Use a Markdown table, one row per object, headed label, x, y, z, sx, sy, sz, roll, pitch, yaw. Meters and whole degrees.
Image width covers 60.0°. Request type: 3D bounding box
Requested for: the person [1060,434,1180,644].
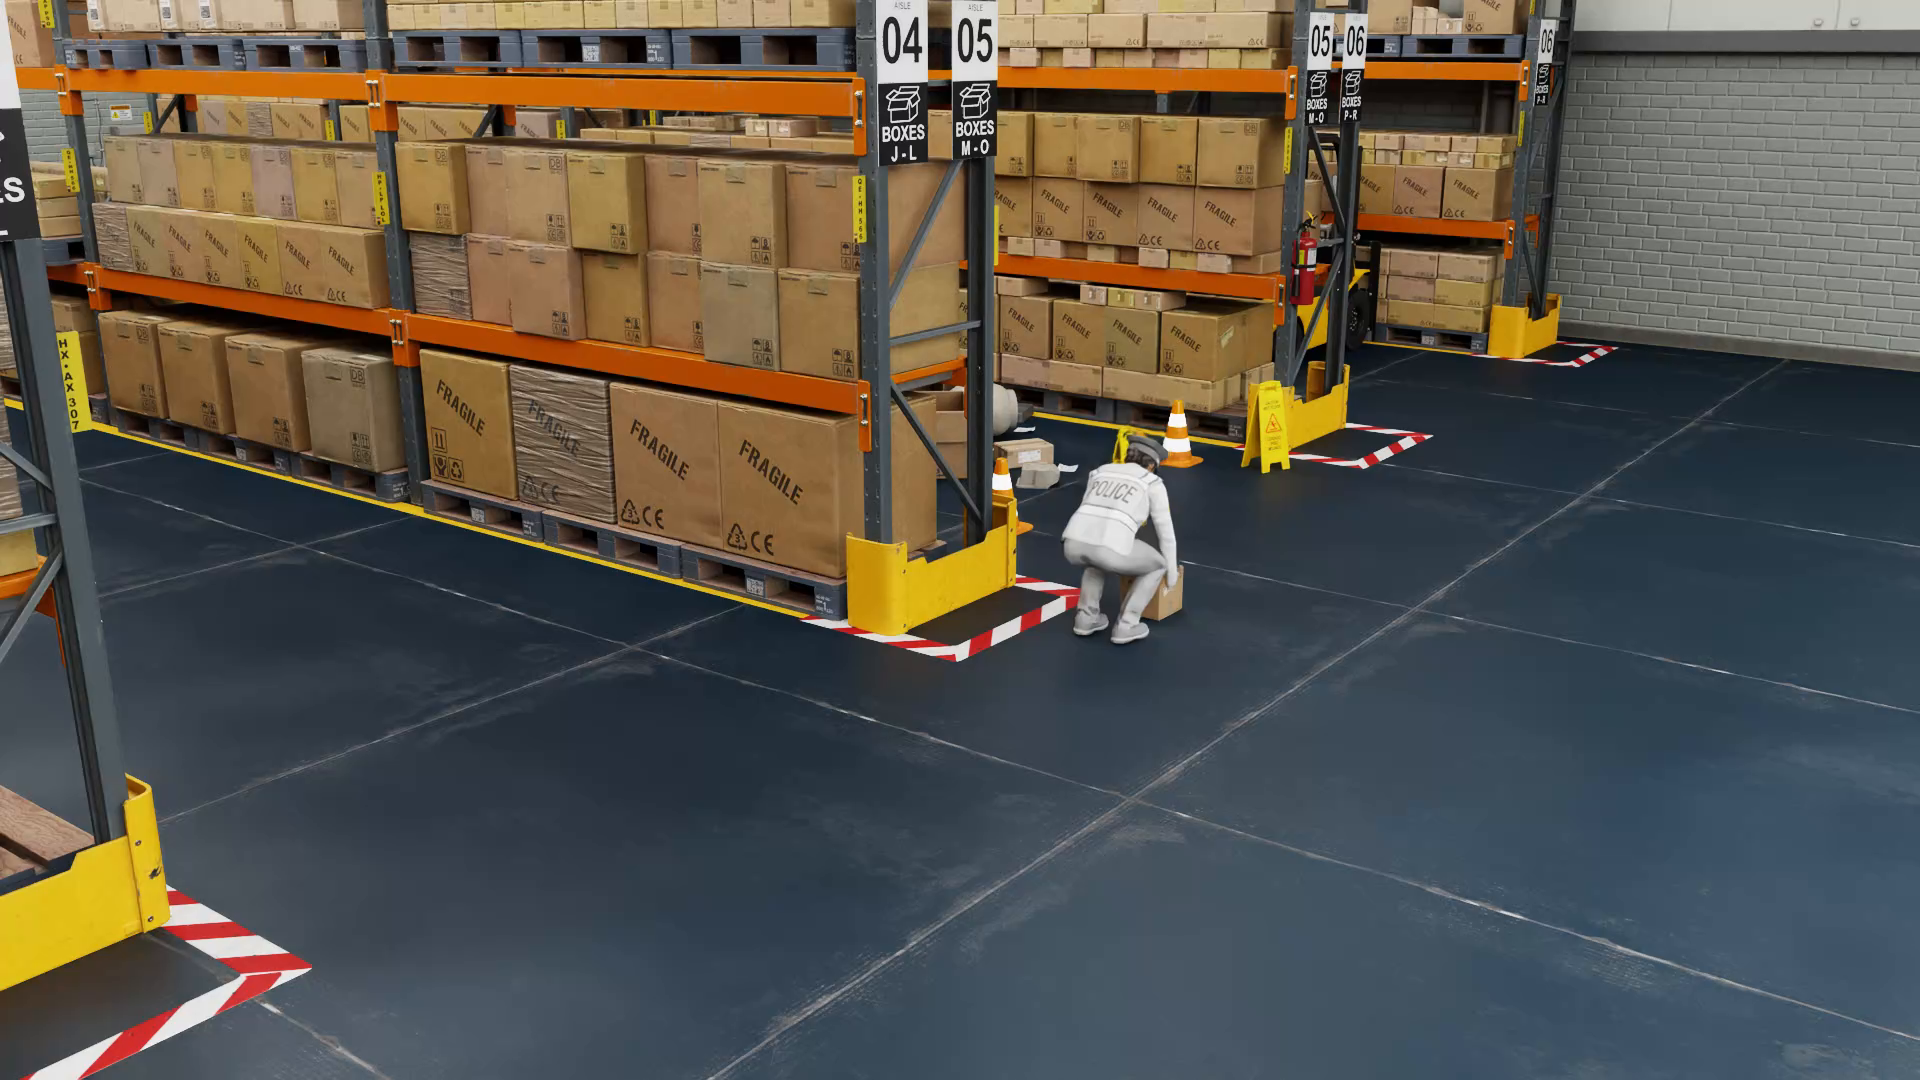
| label | x | y | z | sx | sy | sz | roll | pitch | yaw |
| --- | --- | --- | --- | --- | --- | --- | --- | --- | --- |
| person | 0.835 | -0.015 | 8.745 | 0.500 | 1.006 | 0.841 | 12 | 20 | 35 |
